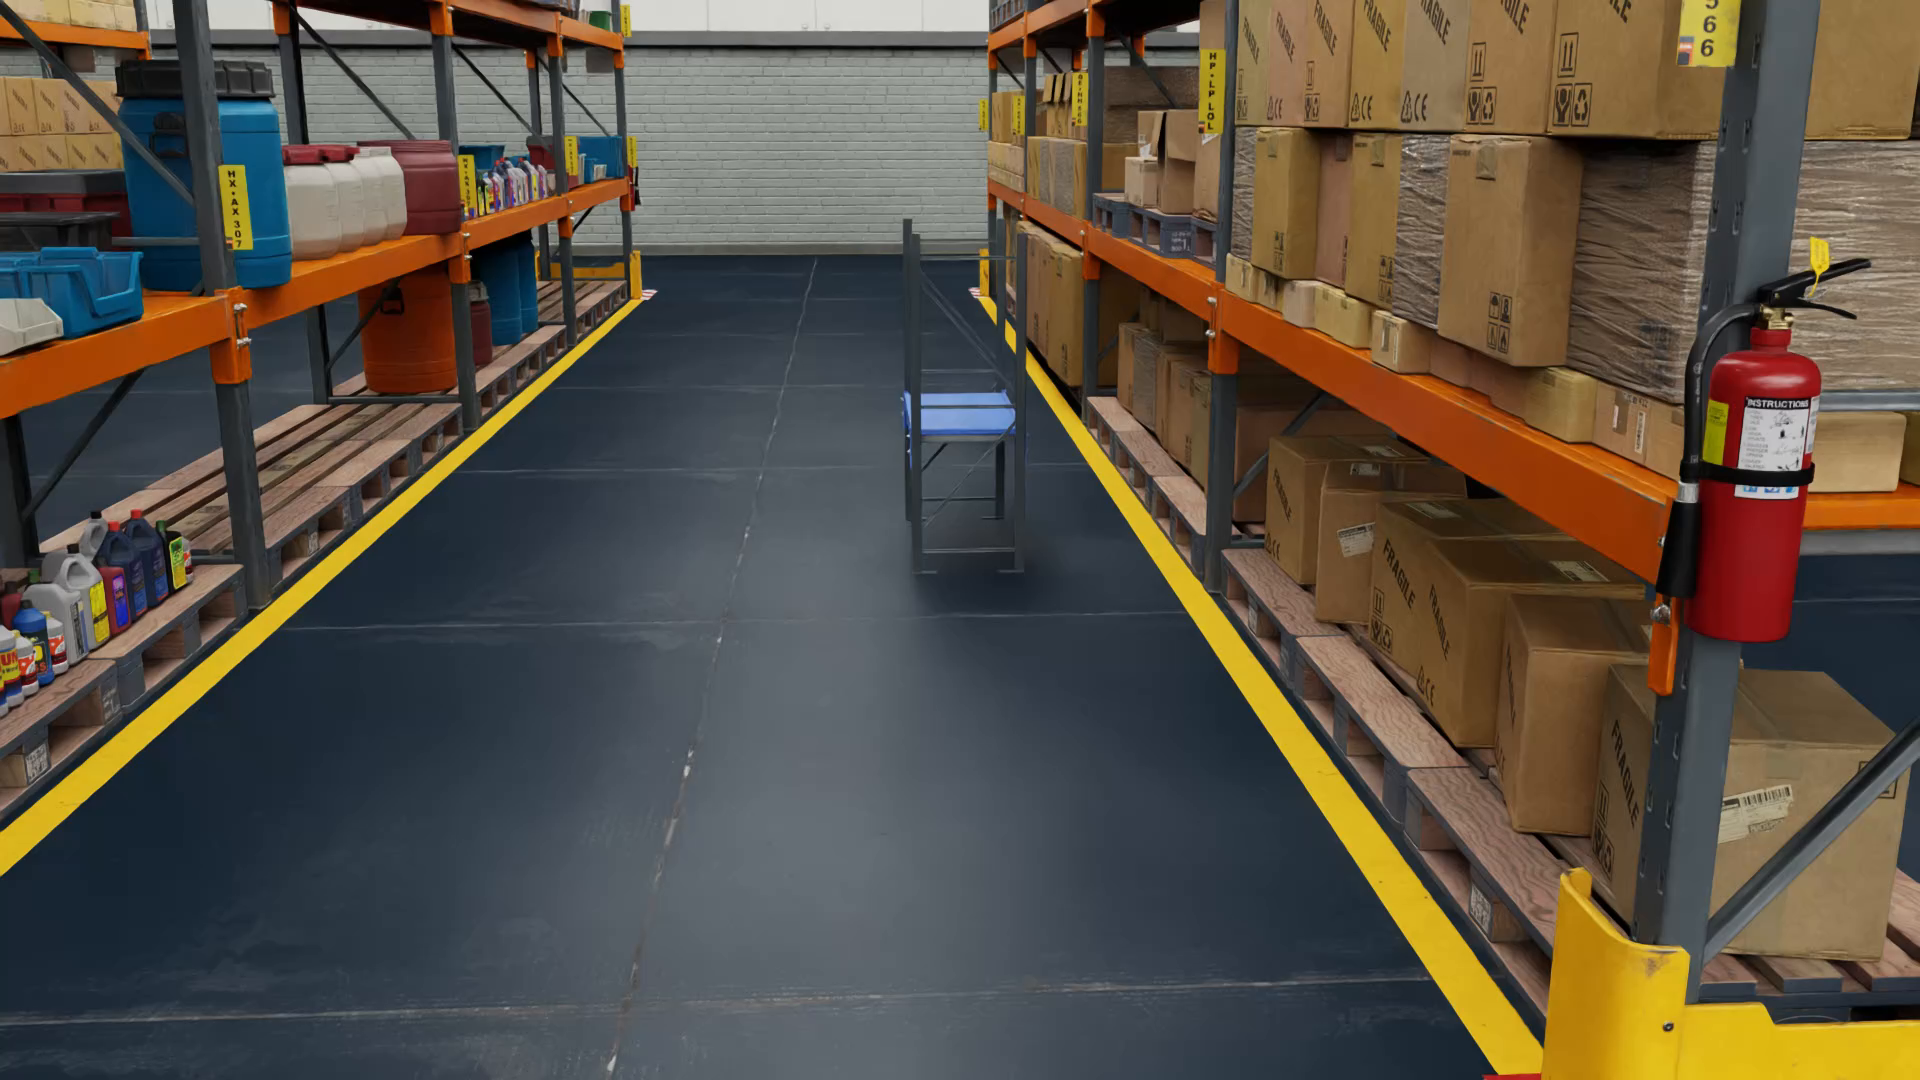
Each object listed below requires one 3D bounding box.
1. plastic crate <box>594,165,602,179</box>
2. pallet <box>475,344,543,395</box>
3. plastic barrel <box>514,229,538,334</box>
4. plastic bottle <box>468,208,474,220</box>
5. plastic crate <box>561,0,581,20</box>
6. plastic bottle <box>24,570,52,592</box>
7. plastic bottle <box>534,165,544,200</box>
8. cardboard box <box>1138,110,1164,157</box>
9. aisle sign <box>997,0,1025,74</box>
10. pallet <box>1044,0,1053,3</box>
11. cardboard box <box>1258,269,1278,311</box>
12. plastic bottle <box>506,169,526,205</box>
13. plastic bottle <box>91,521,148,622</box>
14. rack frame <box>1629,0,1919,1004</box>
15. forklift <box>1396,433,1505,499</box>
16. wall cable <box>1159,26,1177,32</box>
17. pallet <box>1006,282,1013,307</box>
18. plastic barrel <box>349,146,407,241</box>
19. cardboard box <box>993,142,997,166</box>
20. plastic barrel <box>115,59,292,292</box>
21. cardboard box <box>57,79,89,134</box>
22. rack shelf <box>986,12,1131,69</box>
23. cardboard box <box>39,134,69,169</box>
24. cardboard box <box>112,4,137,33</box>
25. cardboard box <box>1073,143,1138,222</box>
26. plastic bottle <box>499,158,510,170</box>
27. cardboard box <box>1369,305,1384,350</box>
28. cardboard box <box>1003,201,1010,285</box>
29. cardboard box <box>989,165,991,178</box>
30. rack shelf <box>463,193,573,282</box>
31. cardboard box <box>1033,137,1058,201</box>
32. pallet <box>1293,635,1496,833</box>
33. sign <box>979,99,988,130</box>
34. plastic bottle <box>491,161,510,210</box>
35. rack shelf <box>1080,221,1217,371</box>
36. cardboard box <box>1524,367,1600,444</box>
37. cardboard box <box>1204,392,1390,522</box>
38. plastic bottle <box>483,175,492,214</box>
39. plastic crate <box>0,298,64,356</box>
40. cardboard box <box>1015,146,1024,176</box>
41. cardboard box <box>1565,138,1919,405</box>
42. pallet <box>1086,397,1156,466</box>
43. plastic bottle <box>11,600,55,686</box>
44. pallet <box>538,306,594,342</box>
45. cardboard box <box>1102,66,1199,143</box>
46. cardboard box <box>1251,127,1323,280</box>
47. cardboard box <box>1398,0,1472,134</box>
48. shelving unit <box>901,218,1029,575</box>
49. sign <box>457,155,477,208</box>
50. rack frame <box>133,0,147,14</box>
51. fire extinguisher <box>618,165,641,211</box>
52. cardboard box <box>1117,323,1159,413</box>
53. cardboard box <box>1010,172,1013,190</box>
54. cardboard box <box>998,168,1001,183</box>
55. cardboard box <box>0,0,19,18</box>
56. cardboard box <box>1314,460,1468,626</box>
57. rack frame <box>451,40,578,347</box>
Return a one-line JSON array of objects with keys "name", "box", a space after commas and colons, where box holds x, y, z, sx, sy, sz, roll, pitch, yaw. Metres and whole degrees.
[{"name": "plastic crate", "box": [-3.893, -3.775, 17.087, 0.396, 0.136, 0.243, -1, 14, -3]}, {"name": "pallet", "box": [-3.795, -1.304, 12.670, 1.003, 0.211, 1.213, -1, 14, -3]}, {"name": "plastic barrel", "box": [-3.863, -2.203, 13.936, 0.600, 0.901, 0.708, -1, 14, -3]}, {"name": "plastic bottle", "box": [-3.311, -2.295, 11.160, 0.061, 0.283, 0.133, -1, 14, -3]}, {"name": "plastic crate", "box": [-3.683, -4.854, 15.113, 0.497, 0.269, 0.590, -1, 14, -3]}, {"name": "plastic bottle", "box": [-3.125, 0.233, 5.670, 0.061, 0.283, 0.133, -1, 14, -3]}, {"name": "plastic bottle", "box": [-3.473, -2.945, 13.685, 0.061, 0.283, 0.133, -1, 14, -3]}, {"name": "cardboard box", "box": [1.385, -2.351, 10.100, 0.500, 0.500, 0.500, -3, 15, -10]}, {"name": "aisle sign", "box": [0.512, -5.495, 18.145, 0.394, 0.787, 0.004, -1, 14, -3]}, {"name": "pallet", "box": [1.146, -4.031, 12.034, 1.003, 0.211, 1.213, 0, 14, -1]}, {"name": "cardboard box", "box": [1.318, -0.934, 6.141, 0.380, 0.149, 0.250, -1, 14, -3]}, {"name": "plastic bottle", "box": [-3.471, -2.748, 12.937, 0.152, 0.276, 0.135, -1, 14, -3]}, {"name": "plastic bottle", "box": [-3.045, 0.112, 6.005, 0.144, 0.351, 0.185, -2, 15, -6]}, {"name": "rack frame", "box": [1.810, -0.243, 2.952, 0.949, 2.616, 0.053, -1, 14, -3]}, {"name": "forklift", "box": [3.986, -1.741, 8.911, 3.031, 2.935, 1.130, -5, 15, -17]}, {"name": "wall cable", "box": [3.906, -10.145, 22.941, 2.277, 5.999, 0.120, -1, 14, -3]}, {"name": "pallet", "box": [0.943, -2.674, 17.996, 1.003, 0.211, 1.213, -1, 14, -3]}, {"name": "plastic barrel", "box": [-3.355, -1.958, 9.391, 0.421, 0.512, 0.421, 0, 14, 0]}, {"name": "cardboard box", "box": [0.615, -4.041, 17.416, 0.500, 0.250, 0.500, -1, 14, -4]}, {"name": "plastic barrel", "box": [-3.106, -1.505, 6.850, 0.600, 0.901, 0.708, -1, 14, -3]}, {"name": "cardboard box", "box": [-8.669, -4.114, 15.790, 0.500, 0.500, 0.500, 0, 14, -2]}, {"name": "rack shelf", "box": [0.940, -4.829, 16.200, 1.077, 0.370, 4.000, -1, 14, -3]}, {"name": "cardboard box", "box": [-8.647, -3.507, 15.435, 0.500, 0.500, 0.500, -1, 14, -4]}, {"name": "cardboard box", "box": [-8.777, -5.327, 16.990, 0.500, 0.250, 0.500, -1, 14, -3]}, {"name": "cardboard box", "box": [1.034, -2.400, 11.134, 0.500, 0.500, 0.500, 0, 14, -2]}, {"name": "plastic bottle", "box": [-3.629, -2.855, 13.203, 0.144, 0.351, 0.185, -1, 14, -3]}, {"name": "cardboard box", "box": [1.439, -0.624, 4.935, 0.380, 0.149, 0.250, -1, 14, -3]}, {"name": "cardboard box", "box": [0.935, -3.239, 18.016, 0.875, 0.875, 0.875, -1, 14, -3]}, {"name": "cardboard box", "box": [0.508, -4.007, 18.085, 0.380, 0.149, 0.250, -1, 14, -3]}, {"name": "rack shelf", "box": [-3.756, -2.305, 12.410, 1.077, 0.370, 4.000, -1, 14, -3]}, {"name": "cardboard box", "box": [0.875, -3.033, 13.593, 0.500, 0.500, 0.500, -1, 14, -3]}, {"name": "pallet", "box": [1.715, 0.583, 5.336, 1.003, 0.211, 1.213, -1, 14, -3]}, {"name": "sign", "box": [0.262, -4.673, 18.272, 0.100, 0.325, 0.005, -1, 14, -3]}, {"name": "plastic bottle", "box": [-3.428, -2.630, 12.326, 0.144, 0.351, 0.185, -1, 14, -3]}, {"name": "rack shelf", "box": [1.435, -1.387, 8.841, 1.077, 0.370, 4.000, -1, 14, -3]}, {"name": "cardboard box", "box": [1.502, -0.313, 3.726, 0.380, 0.149, 0.250, -1, 14, -3]}, {"name": "cardboard box", "box": [1.543, -0.393, 7.669, 0.700, 0.500, 0.500, -2, 15, -8]}, {"name": "plastic bottle", "box": [-3.367, -2.441, 11.754, 0.097, 0.271, 0.097, 0, 14, 0]}, {"name": "plastic crate", "box": [-3.031, -0.634, 4.999, 0.530, 0.136, 0.437, -1, 14, -3]}, {"name": "cardboard box", "box": [0.774, -3.405, 14.943, 0.500, 0.250, 0.500, -1, 14, -4]}, {"name": "cardboard box", "box": [1.800, -0.573, 3.435, 0.875, 0.500, 0.500, -1, 14, -3]}, {"name": "pallet", "box": [1.358, -0.688, 10.276, 1.003, 0.211, 1.213, -1, 14, -3]}, {"name": "plastic bottle", "box": [-2.978, 0.325, 5.334, 0.097, 0.271, 0.097, 0, 14, 0]}, {"name": "pallet", "box": [-3.964, -1.983, 15.309, 1.003, 0.211, 1.213, -1, 14, -3]}, {"name": "cardboard box", "box": [1.282, -2.949, 11.254, 0.797, 0.503, 0.637, 0, 14, -2]}, {"name": "cardboard box", "box": [1.521, -1.193, 5.844, 0.875, 0.500, 0.500, -1, 14, -3]}, {"name": "cardboard box", "box": [1.461, -1.301, 4.260, 0.500, 0.500, 0.500, -1, 14, -3]}, {"name": "shelving unit", "box": [0.005, -0.705, 7.757, 0.538, 1.500, 1.048, -1, 14, -3]}, {"name": "sign", "box": [-3.083, -2.245, 10.406, 0.100, 0.325, 0.005, -1, 14, -3]}, {"name": "rack frame", "box": [-9.072, -6.976, 17.079, 1.000, 3.000, 0.127, -1, 14, -3]}, {"name": "fire extinguisher", "box": [-3.683, -3.972, 18.349, 0.296, 0.674, 0.183, -1, 14, -3]}, {"name": "cardboard box", "box": [1.373, -1.069, 10.294, 0.700, 0.500, 0.500, -2, 15, -6]}, {"name": "cardboard box", "box": [0.670, -3.368, 15.602, 0.380, 0.149, 0.250, -1, 14, -2]}, {"name": "cardboard box", "box": [0.591, -3.688, 16.843, 0.380, 0.149, 0.250, -1, 14, -4]}, {"name": "cardboard box", "box": [-8.634, -4.705, 14.573, 0.500, 0.250, 0.500, -1, 14, -3]}, {"name": "cardboard box", "box": [1.587, 0.012, 6.135, 0.500, 0.500, 0.500, 4, 15, 14]}, {"name": "rack frame", "box": [-3.880, -3.151, 14.253, 1.000, 3.000, 0.127, -1, 14, -3]}]
